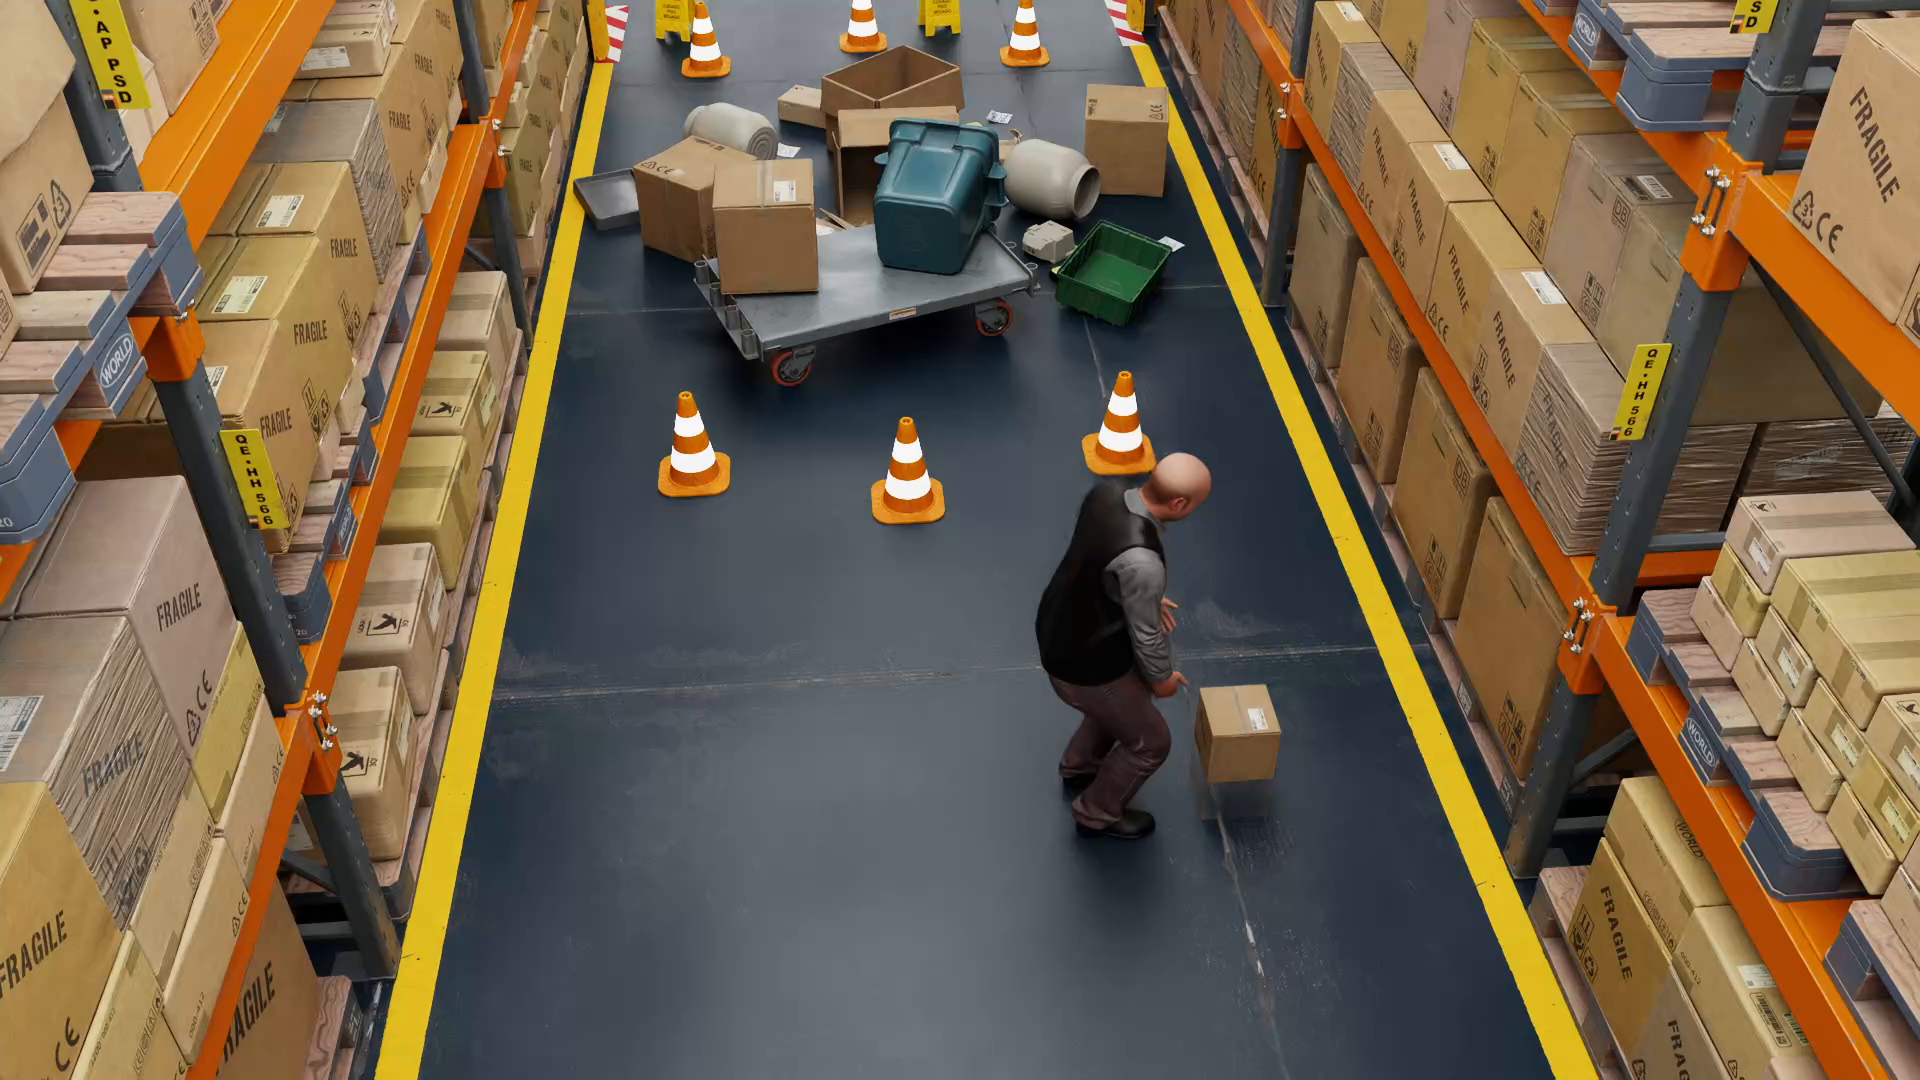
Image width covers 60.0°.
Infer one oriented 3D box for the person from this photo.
[{"bbox_3d":[0.543,0.363,5.847,0.555,1.577,0.581,-3,39,-3],"label":"person"}]
